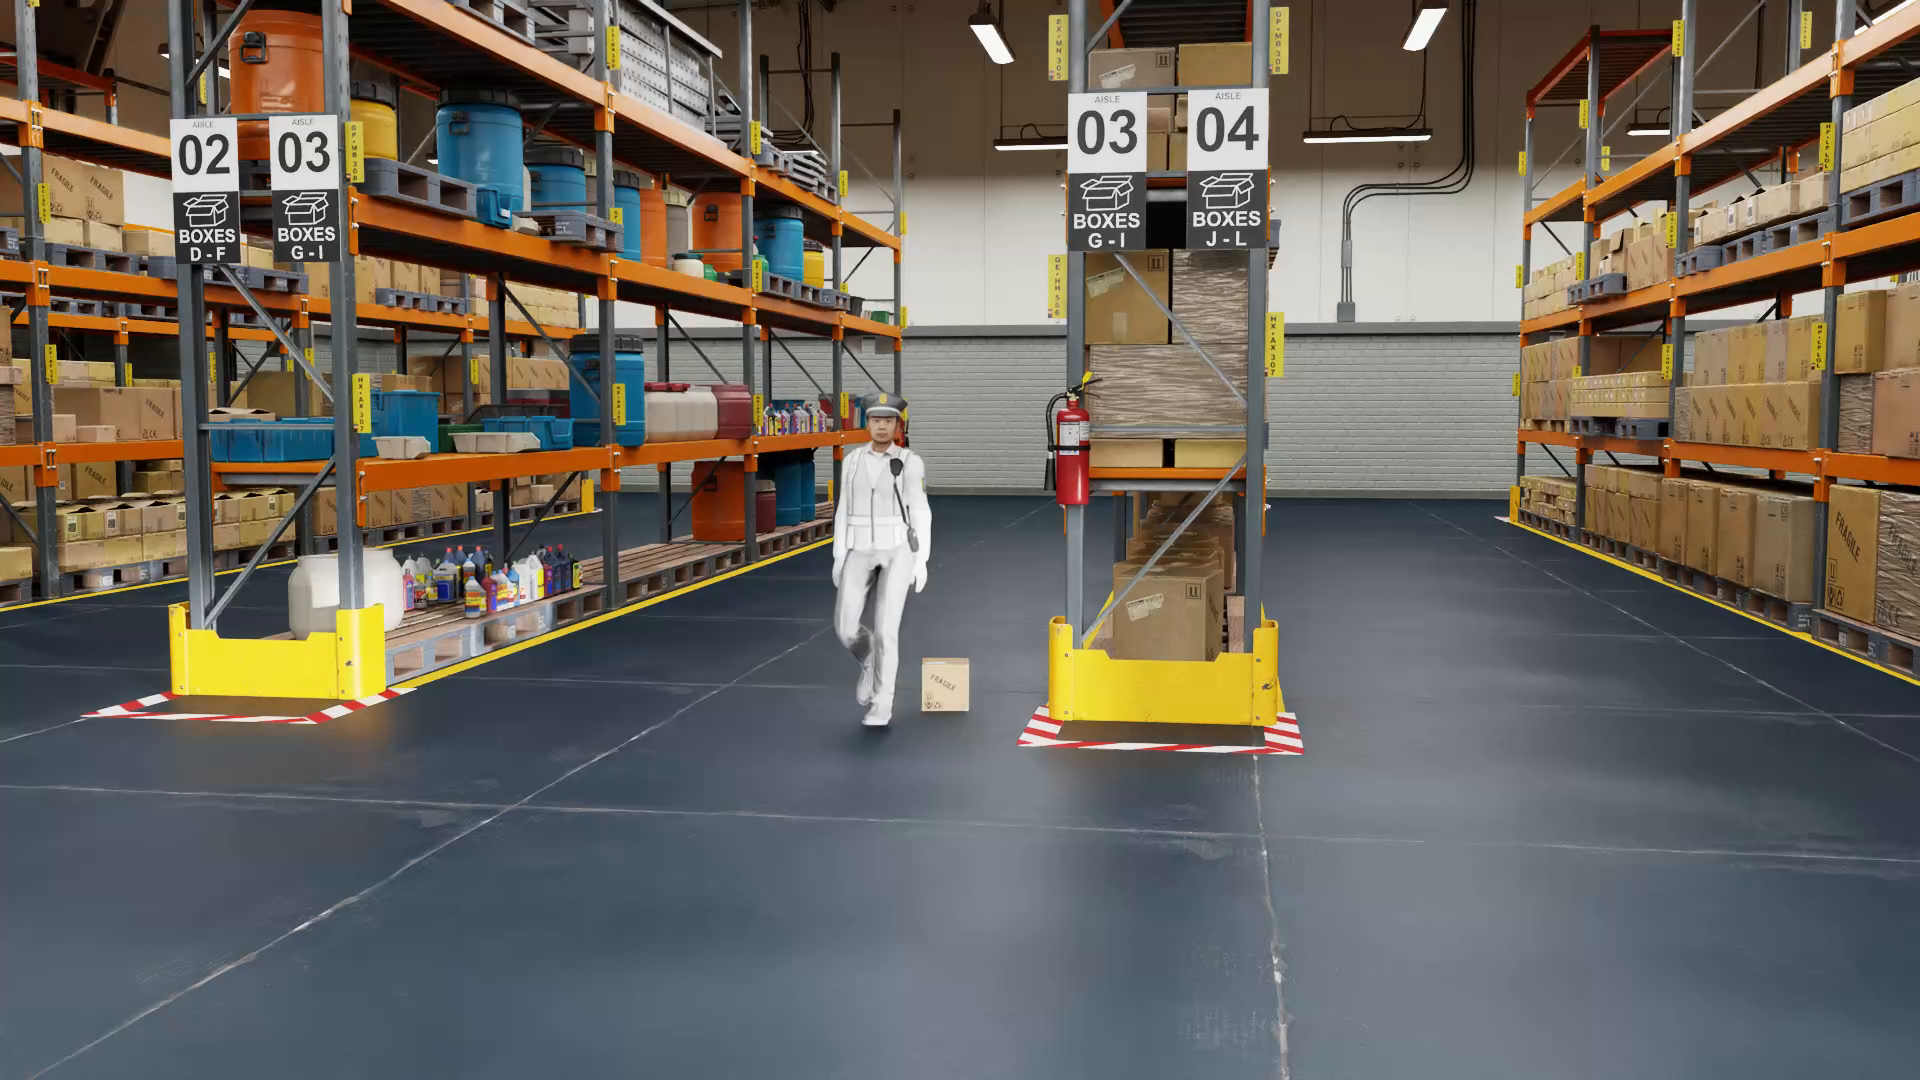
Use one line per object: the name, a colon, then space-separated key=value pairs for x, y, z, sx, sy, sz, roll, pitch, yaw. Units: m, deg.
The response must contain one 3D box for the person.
person: x=-0.404 y=0.080 z=8.472 sx=0.503 sy=1.669 sz=0.536 roll=1 pitch=5 yaw=13
